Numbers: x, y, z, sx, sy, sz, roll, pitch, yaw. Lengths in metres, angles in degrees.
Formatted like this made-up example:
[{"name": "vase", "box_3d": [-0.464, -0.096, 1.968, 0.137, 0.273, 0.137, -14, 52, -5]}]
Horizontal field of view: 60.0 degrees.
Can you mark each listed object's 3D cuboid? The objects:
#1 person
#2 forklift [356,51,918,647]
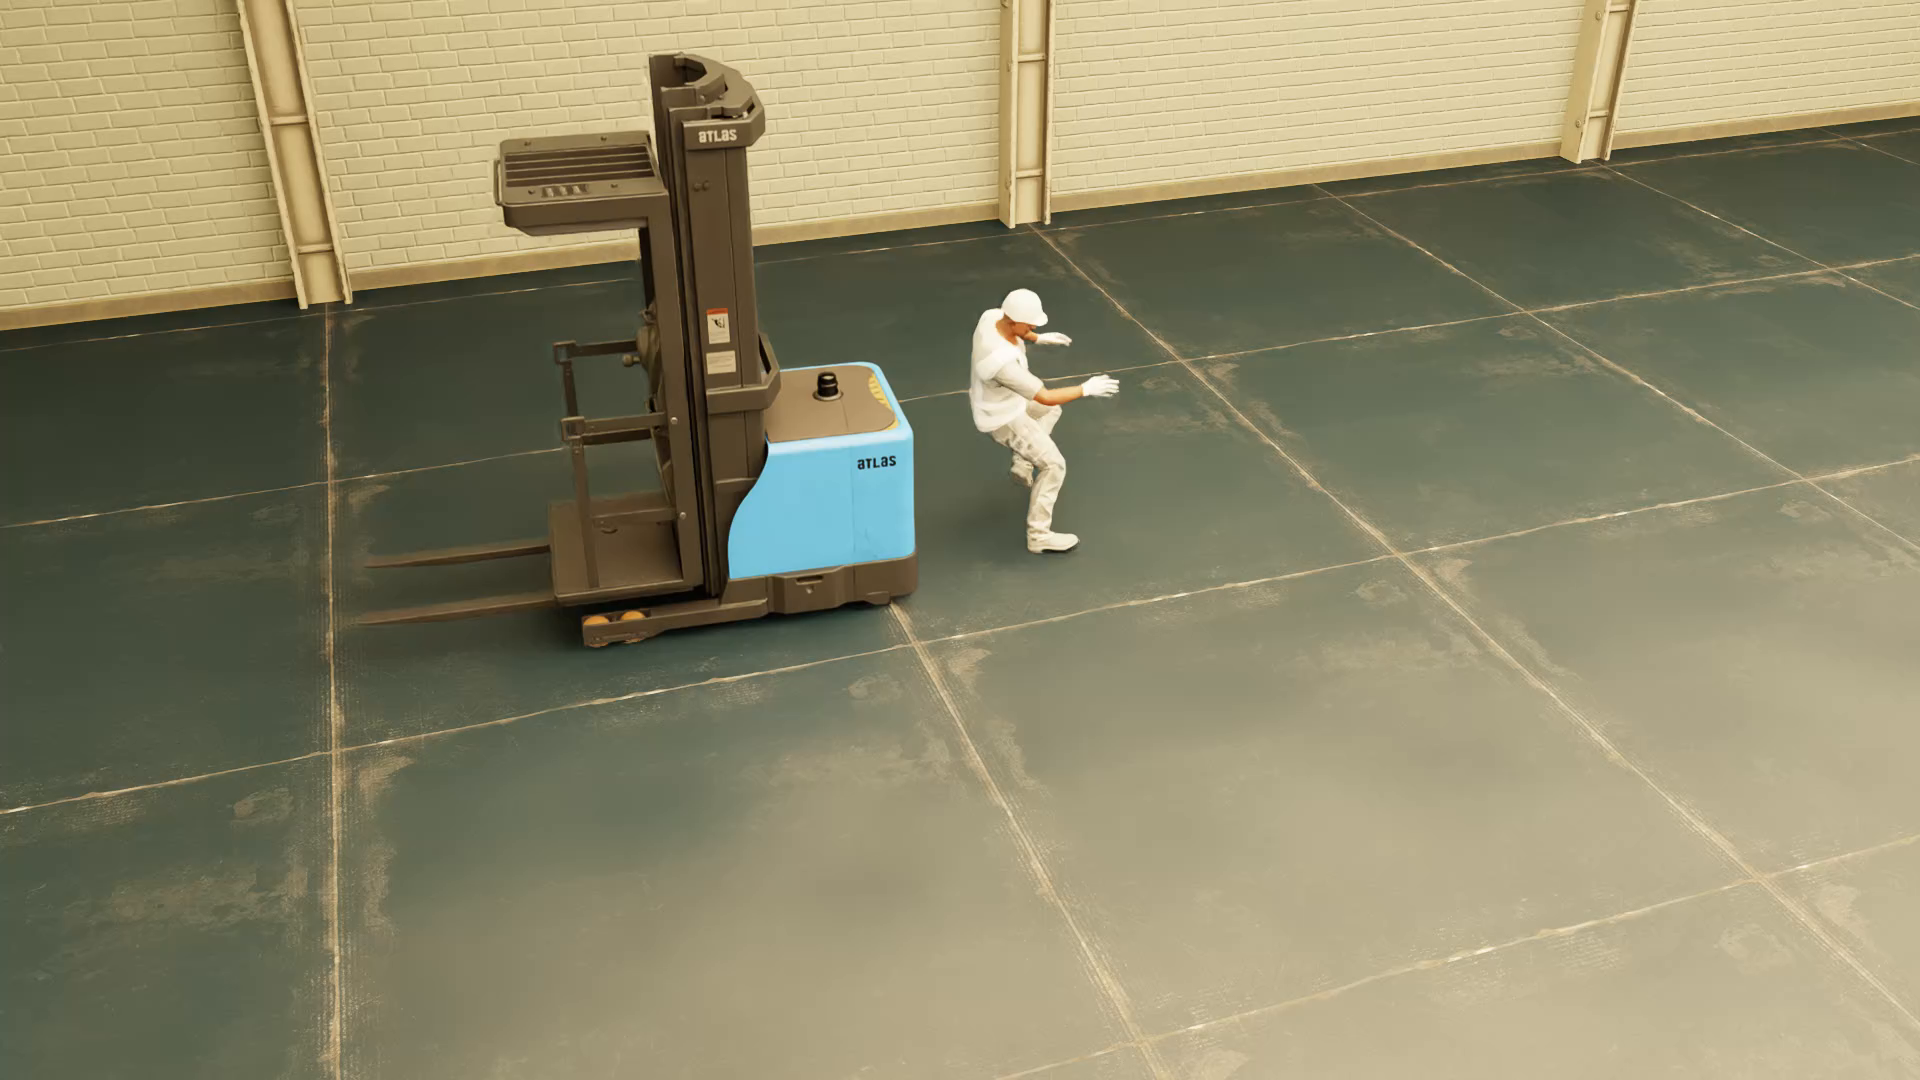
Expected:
[{"name": "person", "box_3d": [0.486, -0.807, 9.892, 0.832, 1.540, 0.911, -2, 30, -4]}, {"name": "forklift", "box_3d": [-1.814, -0.979, 8.789, 3.031, 2.935, 1.130, -7, 31, -12]}]
